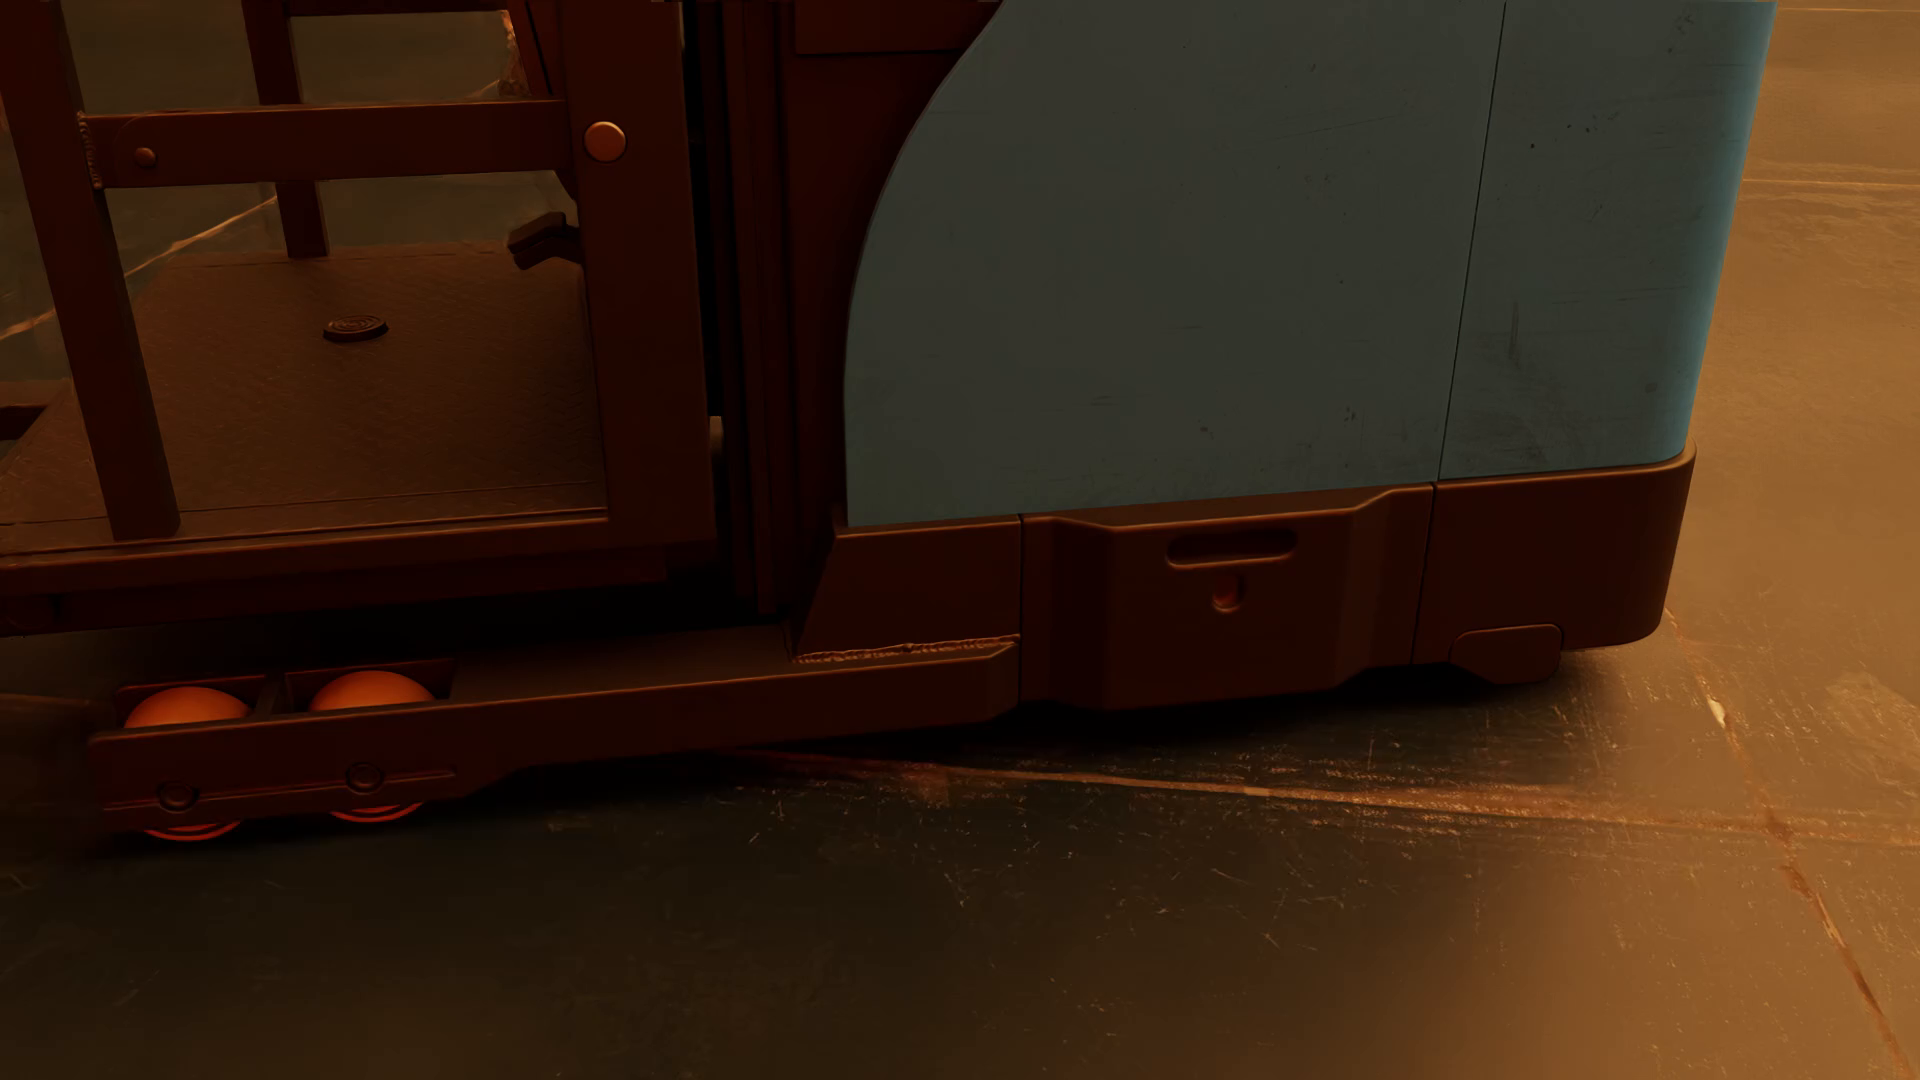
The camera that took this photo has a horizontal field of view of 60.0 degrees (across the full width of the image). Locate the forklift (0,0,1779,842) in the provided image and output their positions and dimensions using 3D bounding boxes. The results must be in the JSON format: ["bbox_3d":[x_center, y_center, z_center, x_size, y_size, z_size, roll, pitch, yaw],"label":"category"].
[{"bbox_3d":[-0.660,-1.235,1.692,3.031,2.935,1.130,-5,27,-9],"label":"forklift"}]

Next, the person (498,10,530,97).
[{"bbox_3d":[-1.218,-2.177,4.886,0.704,1.767,0.463,-10,28,-20],"label":"person"}]
